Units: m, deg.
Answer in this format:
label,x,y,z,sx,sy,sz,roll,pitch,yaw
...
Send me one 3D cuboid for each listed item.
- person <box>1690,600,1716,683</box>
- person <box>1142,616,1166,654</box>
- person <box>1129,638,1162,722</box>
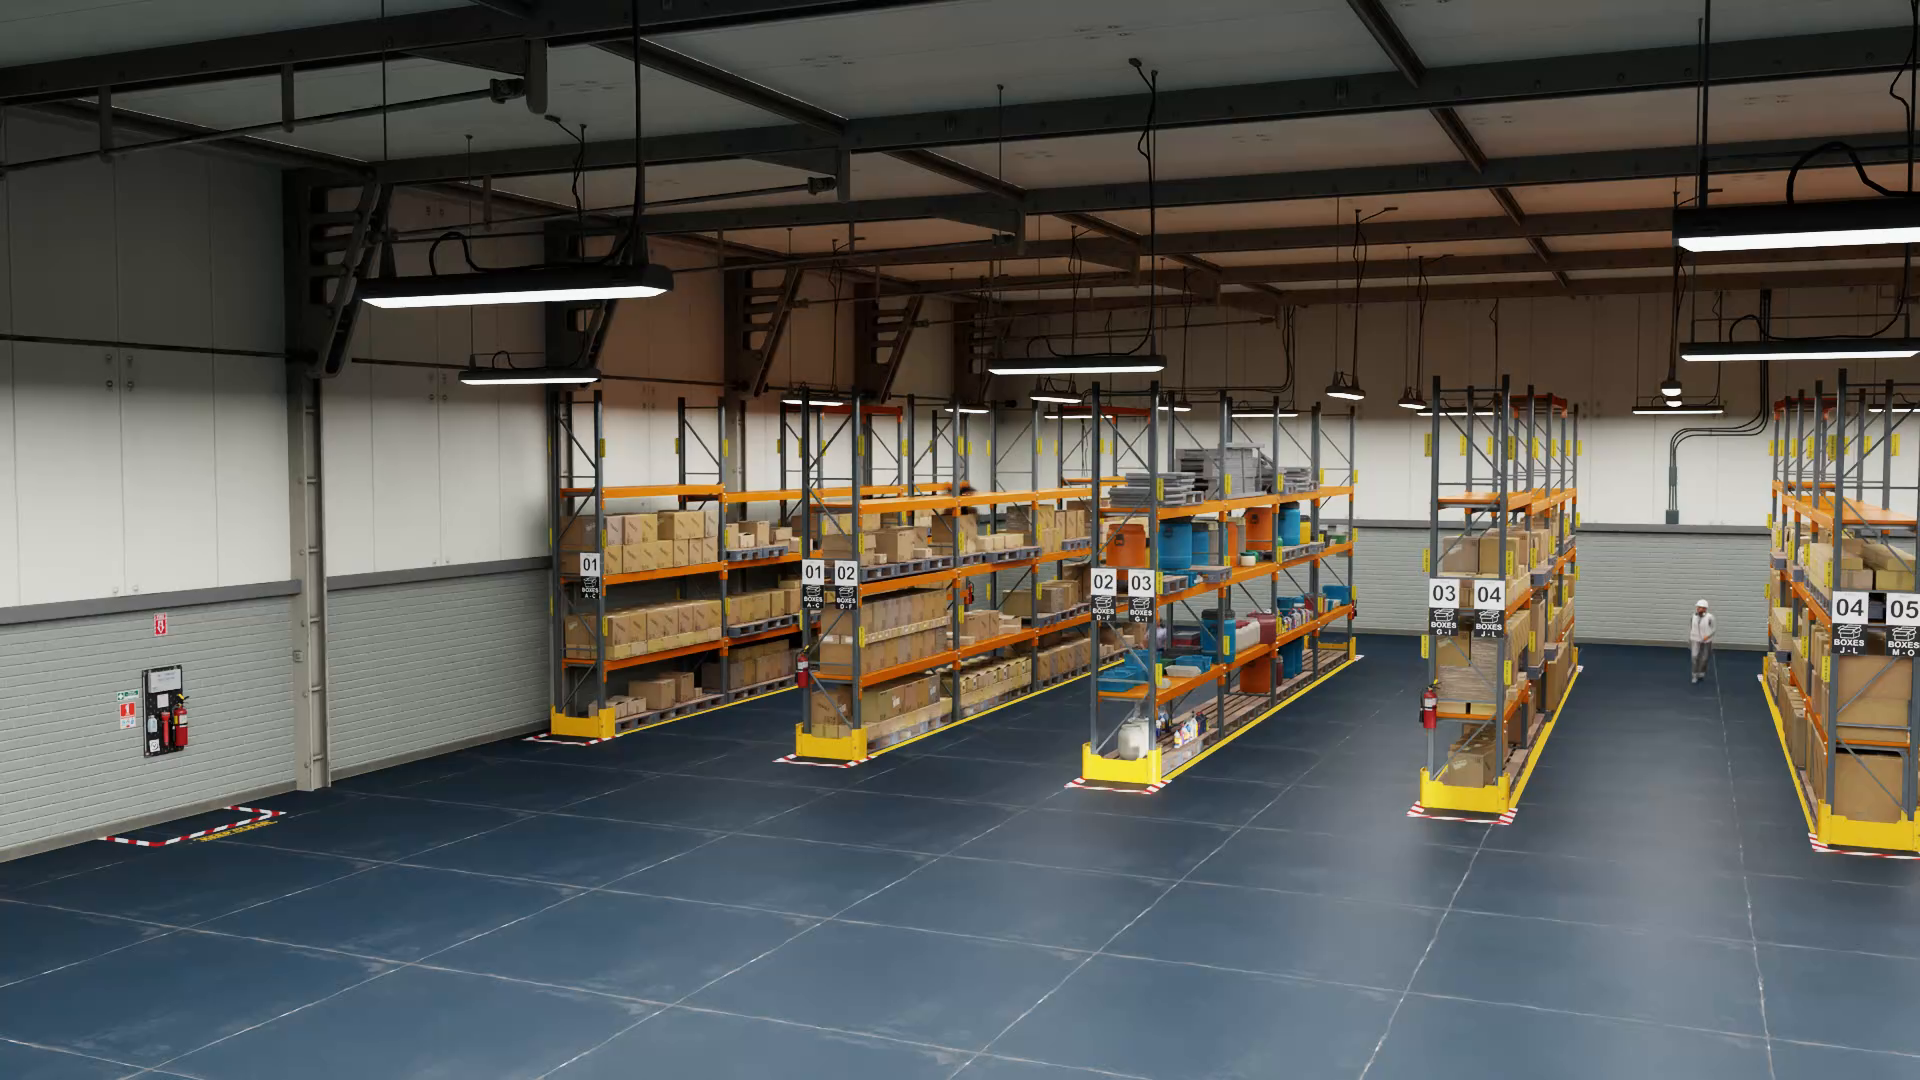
label,x,y,z,sx,sy,sz,roll,pitch,yaw
person,15.971,2.178,35.775,0.524,1.776,0.940,1,3,24
person,3.965,2.338,33.816,0.545,1.593,0.921,1,3,19
person,3.373,2.544,30.254,0.637,1.554,0.471,-3,4,-45
